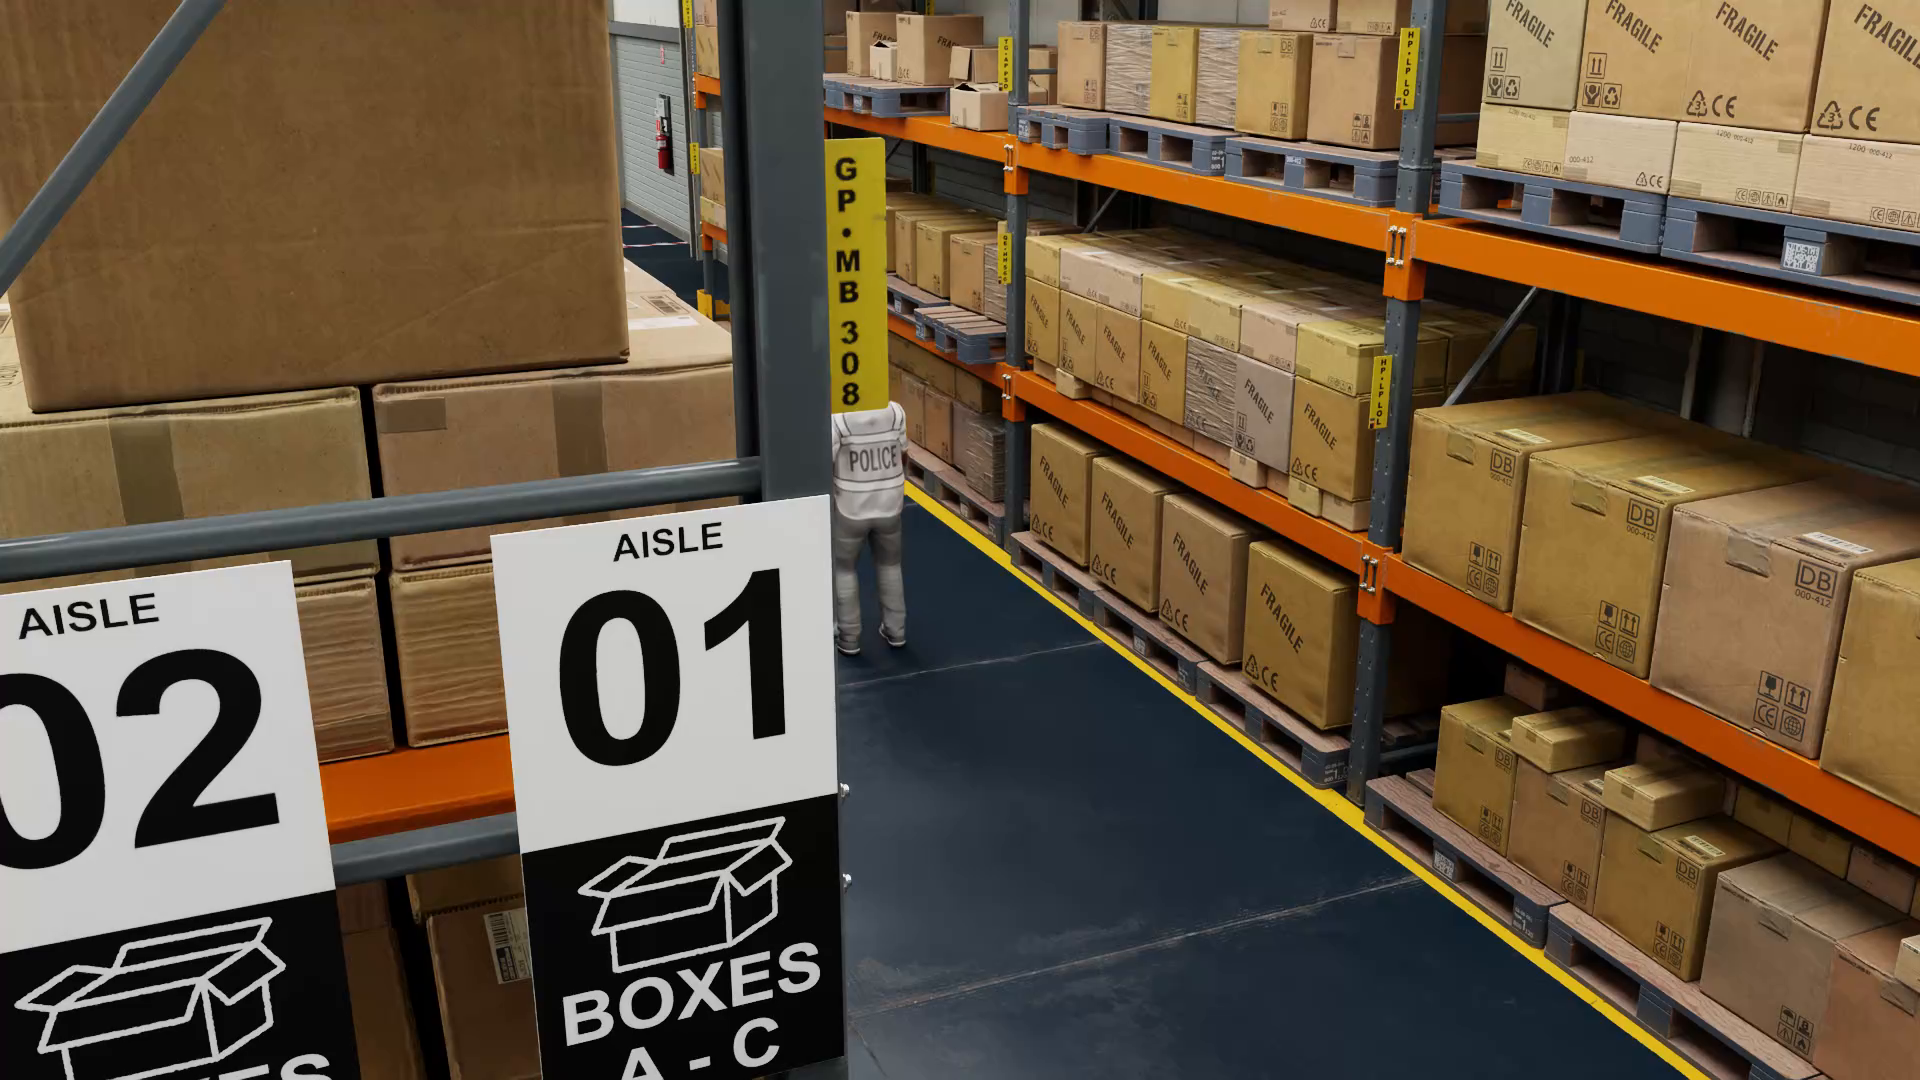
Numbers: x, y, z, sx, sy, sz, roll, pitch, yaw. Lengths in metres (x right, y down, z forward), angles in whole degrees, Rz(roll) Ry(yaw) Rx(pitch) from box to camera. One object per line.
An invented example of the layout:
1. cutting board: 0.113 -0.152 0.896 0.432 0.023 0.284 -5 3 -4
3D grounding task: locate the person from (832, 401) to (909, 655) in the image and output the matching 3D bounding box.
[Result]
1. person: -0.564 -0.211 9.642 0.536 1.768 0.479 -8 20 -23
